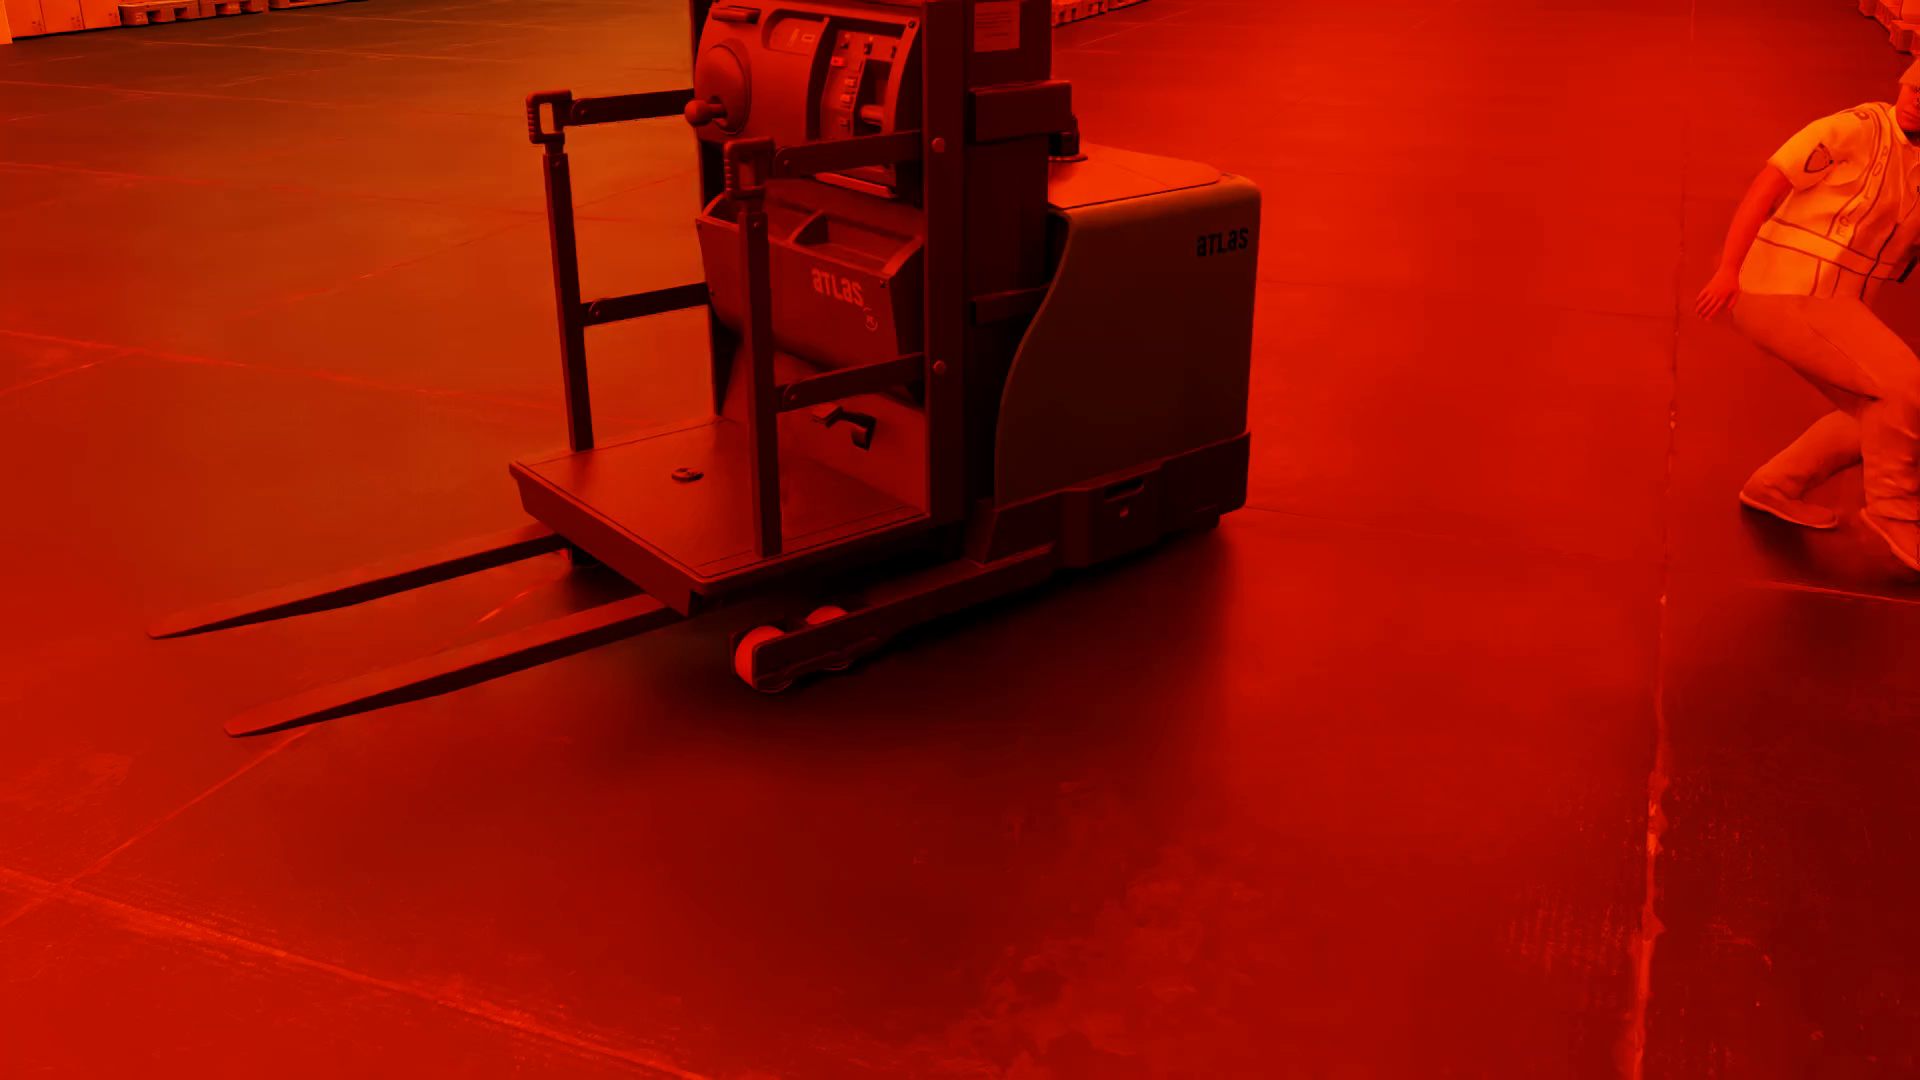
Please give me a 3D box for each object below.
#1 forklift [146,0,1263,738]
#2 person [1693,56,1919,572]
[{"bbox_3d":[-0.571,-1.197,4.157,3.031,2.935,1.130,-17,28,-35],"label":"forklift"},{"bbox_3d":[2.612,-0.663,4.796,0.703,1.487,0.748,-18,28,-36],"label":"person"}]
